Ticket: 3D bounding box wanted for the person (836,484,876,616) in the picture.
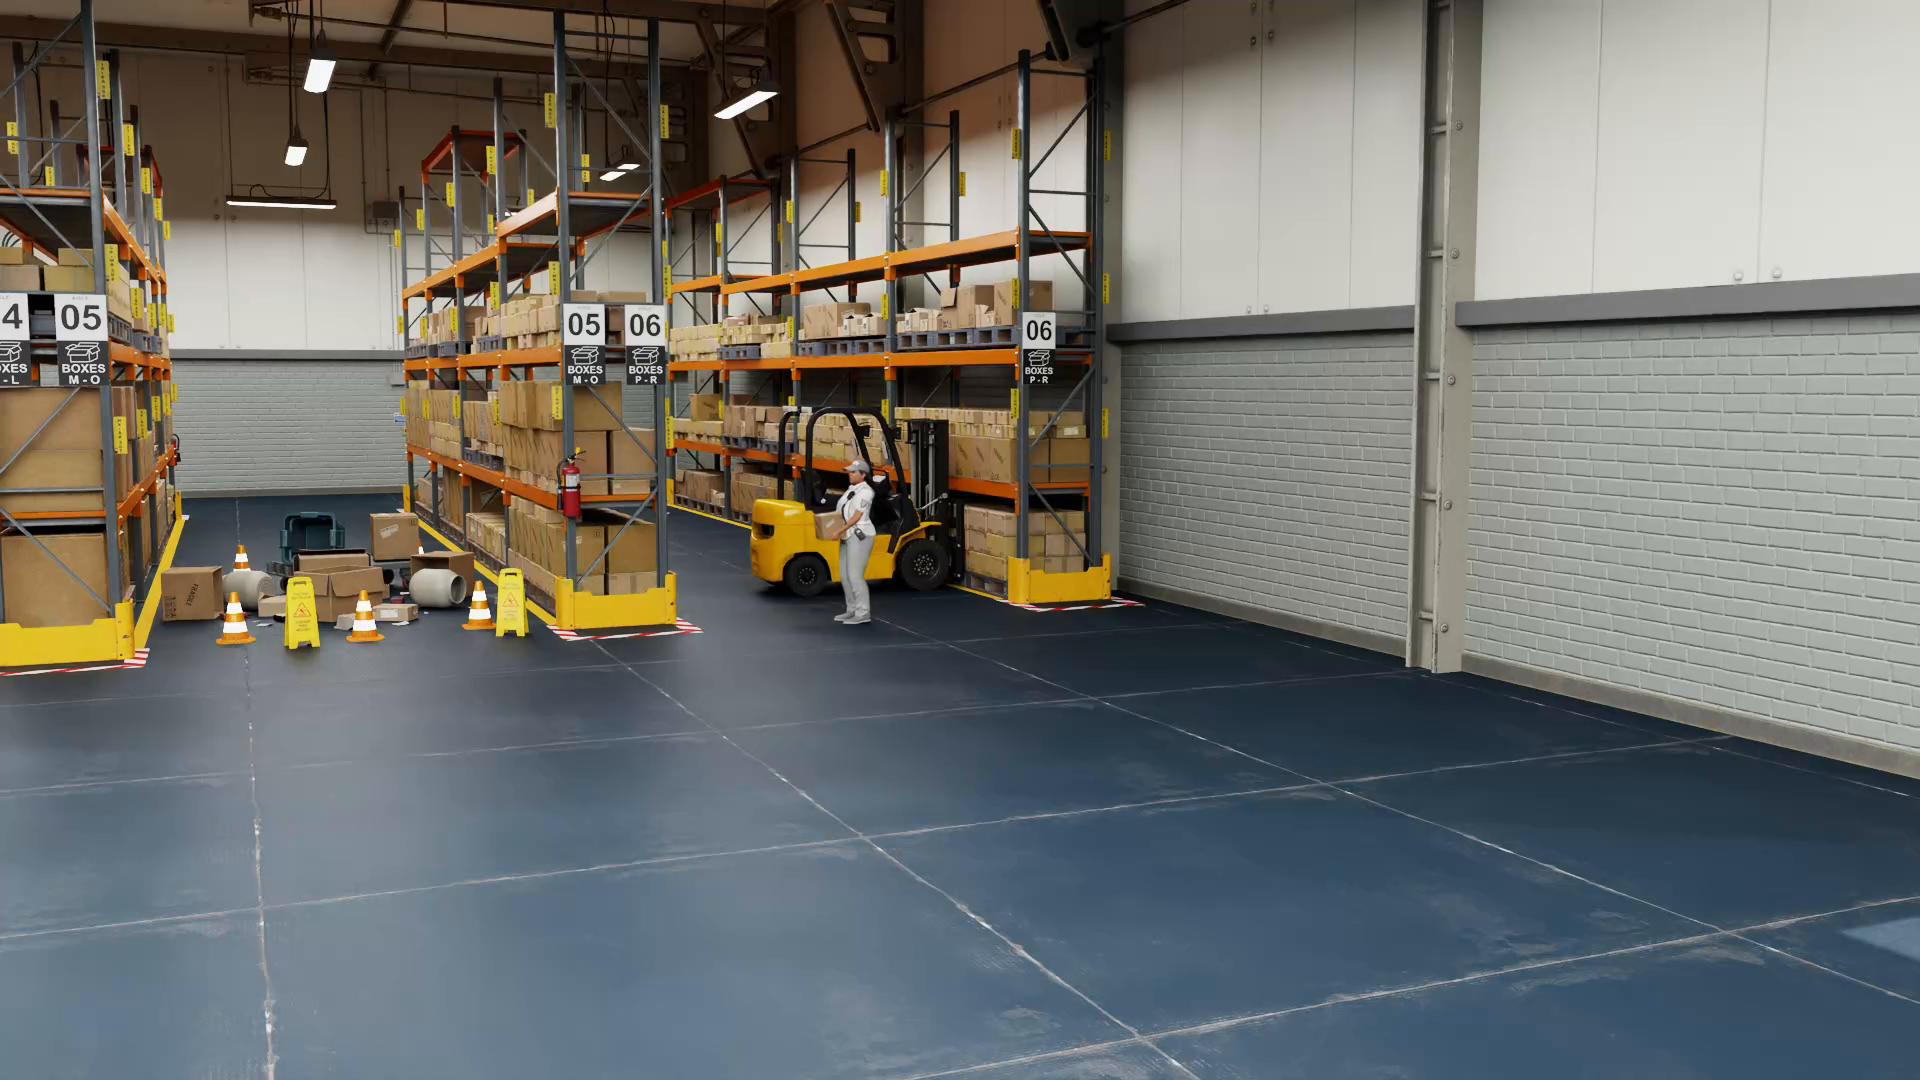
[{"bbox_3d":[-1.065,0.095,16.938,0.384,1.350,0.425,-2,6,-23],"label":"person"}]
